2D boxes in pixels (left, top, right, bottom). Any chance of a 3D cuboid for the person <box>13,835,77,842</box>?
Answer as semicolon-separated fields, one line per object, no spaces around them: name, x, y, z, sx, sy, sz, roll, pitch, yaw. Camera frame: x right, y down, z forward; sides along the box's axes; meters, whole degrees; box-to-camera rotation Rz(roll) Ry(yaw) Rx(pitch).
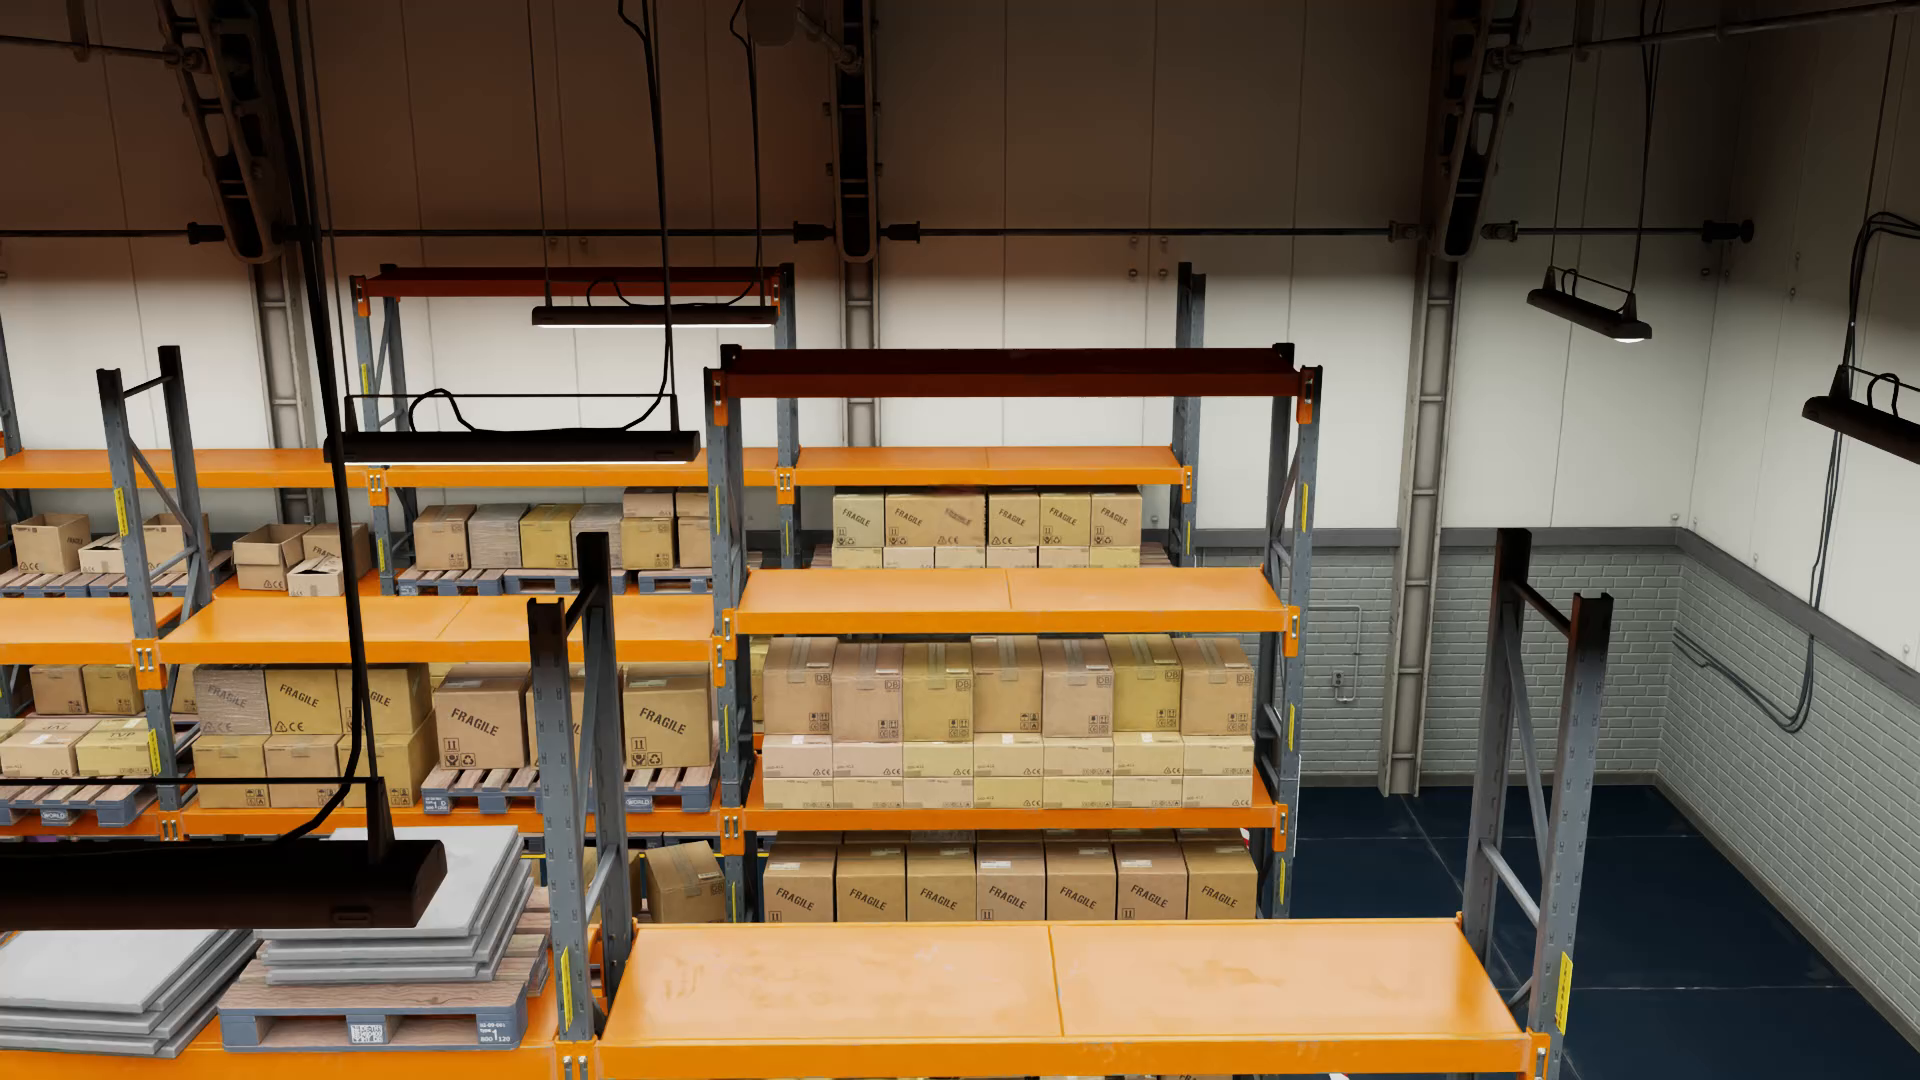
person;-8.501;3.029;15.419;0.810;1.547;0.502;6;17;21
